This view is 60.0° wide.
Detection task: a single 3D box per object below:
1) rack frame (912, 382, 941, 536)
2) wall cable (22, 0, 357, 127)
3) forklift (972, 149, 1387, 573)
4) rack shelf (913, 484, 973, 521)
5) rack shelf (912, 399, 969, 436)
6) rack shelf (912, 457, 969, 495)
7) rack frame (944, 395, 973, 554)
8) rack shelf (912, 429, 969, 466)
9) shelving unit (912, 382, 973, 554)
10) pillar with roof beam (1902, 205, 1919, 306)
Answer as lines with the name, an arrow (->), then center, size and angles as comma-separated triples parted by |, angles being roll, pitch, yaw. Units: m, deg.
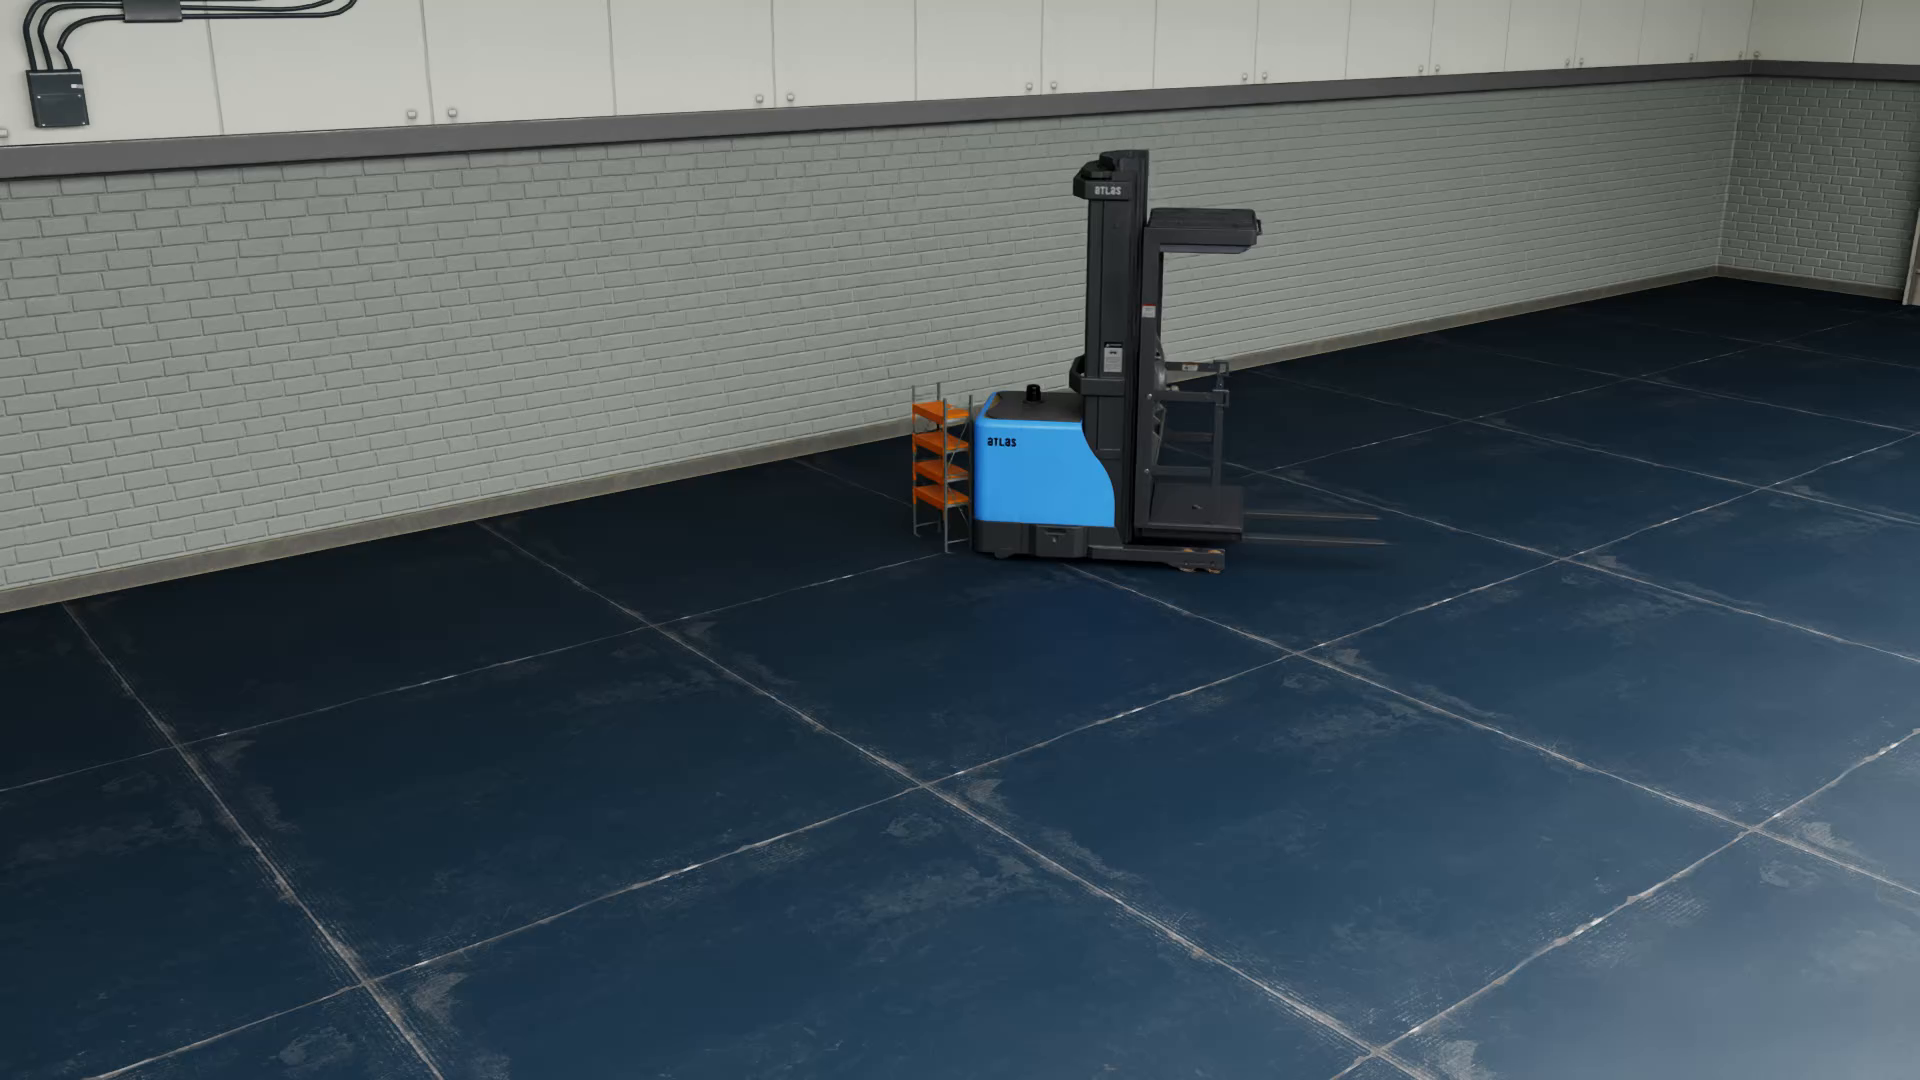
rack frame -> -0.257, -0.618, 12.821 | 0.240, 1.200, 0.015 | -10, 21, -28
wall cable -> -5.055, -5.740, 10.471 | 2.305, 6.003, 0.169 | -14, 23, -36
forklift -> 1.652, -1.328, 12.212 | 3.031, 2.935, 1.130 | 3, 19, 8
rack shelf -> -0.135, -0.300, 12.704 | 0.258, 0.148, 0.480 | -10, 21, -28
rack shelf -> -0.135, -0.925, 12.497 | 0.258, 0.148, 0.480 | -10, 21, -28
rack shelf -> -0.135, -0.488, 12.642 | 0.258, 0.148, 0.480 | -10, 21, -28
rack frame -> -0.013, -0.486, 12.420 | 0.240, 1.200, 0.015 | -10, 21, -28
rack shelf -> -0.135, -0.700, 12.572 | 0.258, 0.148, 0.480 | -10, 21, -28
shelving unit -> -0.135, -0.552, 12.621 | 0.258, 1.200, 0.503 | -10, 21, -28
pillar with roof beam -> 9.604, -6.600, 18.479 | 9.100, 9.000, 0.400 | -14, 23, -36
